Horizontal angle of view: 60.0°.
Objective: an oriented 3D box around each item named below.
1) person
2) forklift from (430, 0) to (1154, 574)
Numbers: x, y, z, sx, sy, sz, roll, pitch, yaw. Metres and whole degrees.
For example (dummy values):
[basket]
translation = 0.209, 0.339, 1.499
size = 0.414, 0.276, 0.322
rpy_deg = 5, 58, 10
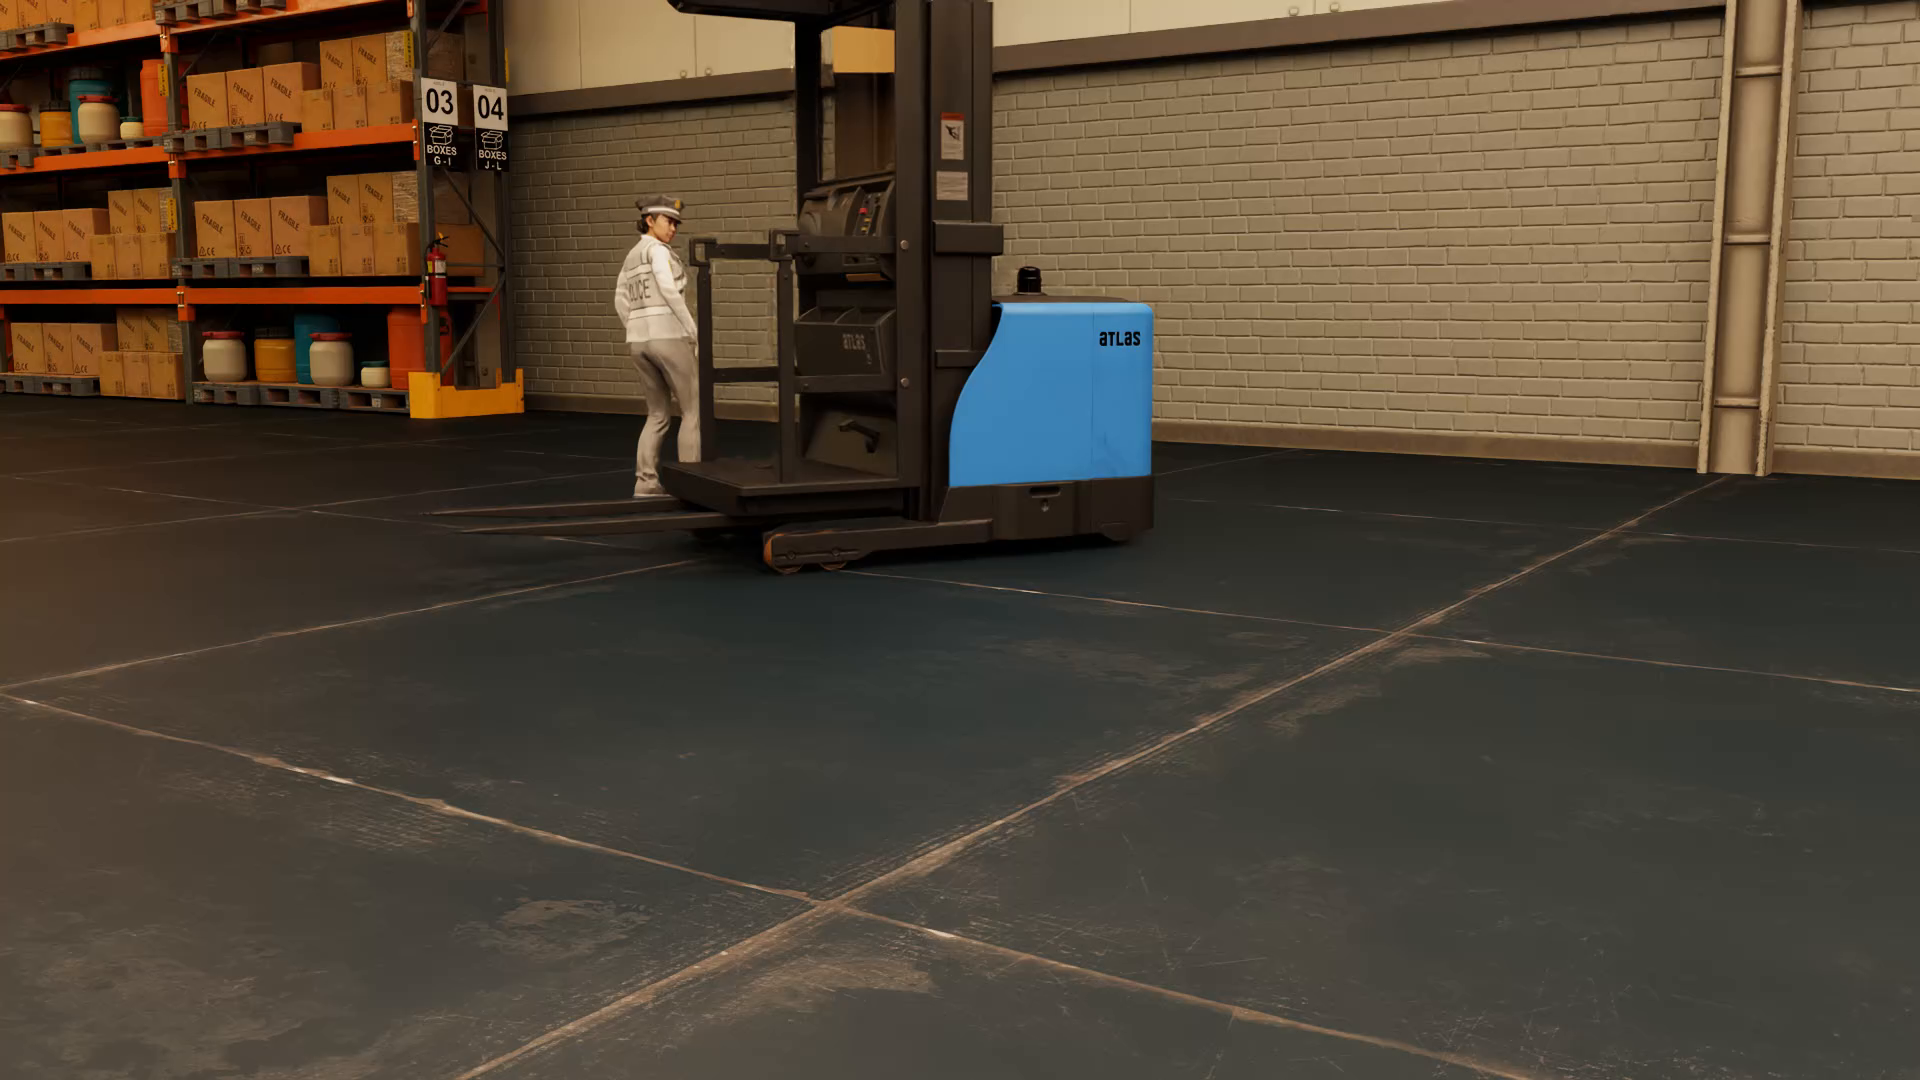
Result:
[person]
translation = -1.615, -1.053, 9.161
size = 0.687, 1.653, 0.467
rpy_deg = 8, 11, 43
[forklift]
translation = -0.677, -1.400, 7.036
size = 3.031, 2.935, 1.130
rpy_deg = -4, 9, -27
